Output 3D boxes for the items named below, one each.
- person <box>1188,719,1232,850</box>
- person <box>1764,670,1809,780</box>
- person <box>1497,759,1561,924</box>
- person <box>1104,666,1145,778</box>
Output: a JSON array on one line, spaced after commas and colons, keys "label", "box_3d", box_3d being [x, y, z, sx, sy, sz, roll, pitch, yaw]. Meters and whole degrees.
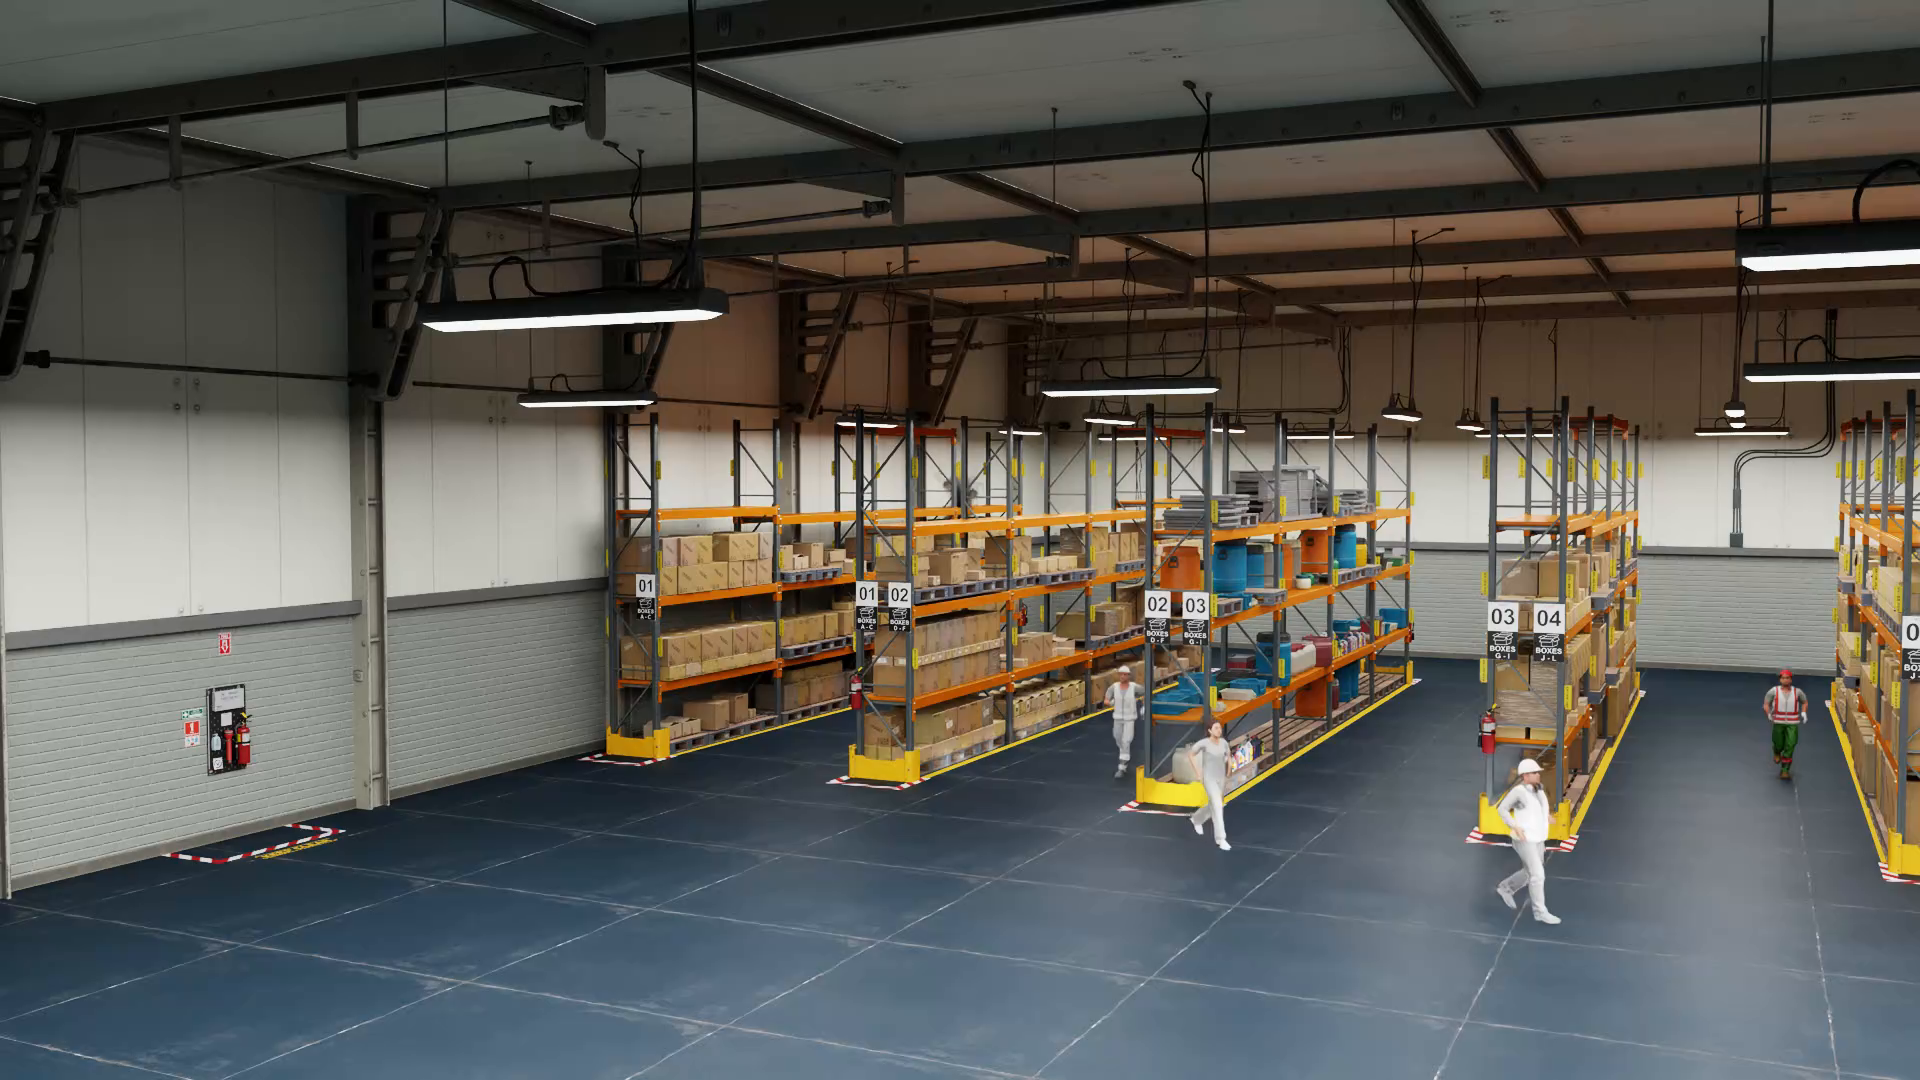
[{"label": "person", "box_3d": [3.375, 3.236, 22.298, 0.581, 1.683, 0.920, -1, 3, -29]}, {"label": "person", "box_3d": [13.484, 2.994, 27.134, 0.669, 1.755, 0.866, 1, 3, 22]}, {"label": "person", "box_3d": [6.340, 3.321, 18.537, 0.671, 1.761, 0.844, -2, 3, -39]}, {"label": "person", "box_3d": [2.690, 2.932, 27.139, 0.664, 1.772, 0.999, 1, 3, 21]}]
